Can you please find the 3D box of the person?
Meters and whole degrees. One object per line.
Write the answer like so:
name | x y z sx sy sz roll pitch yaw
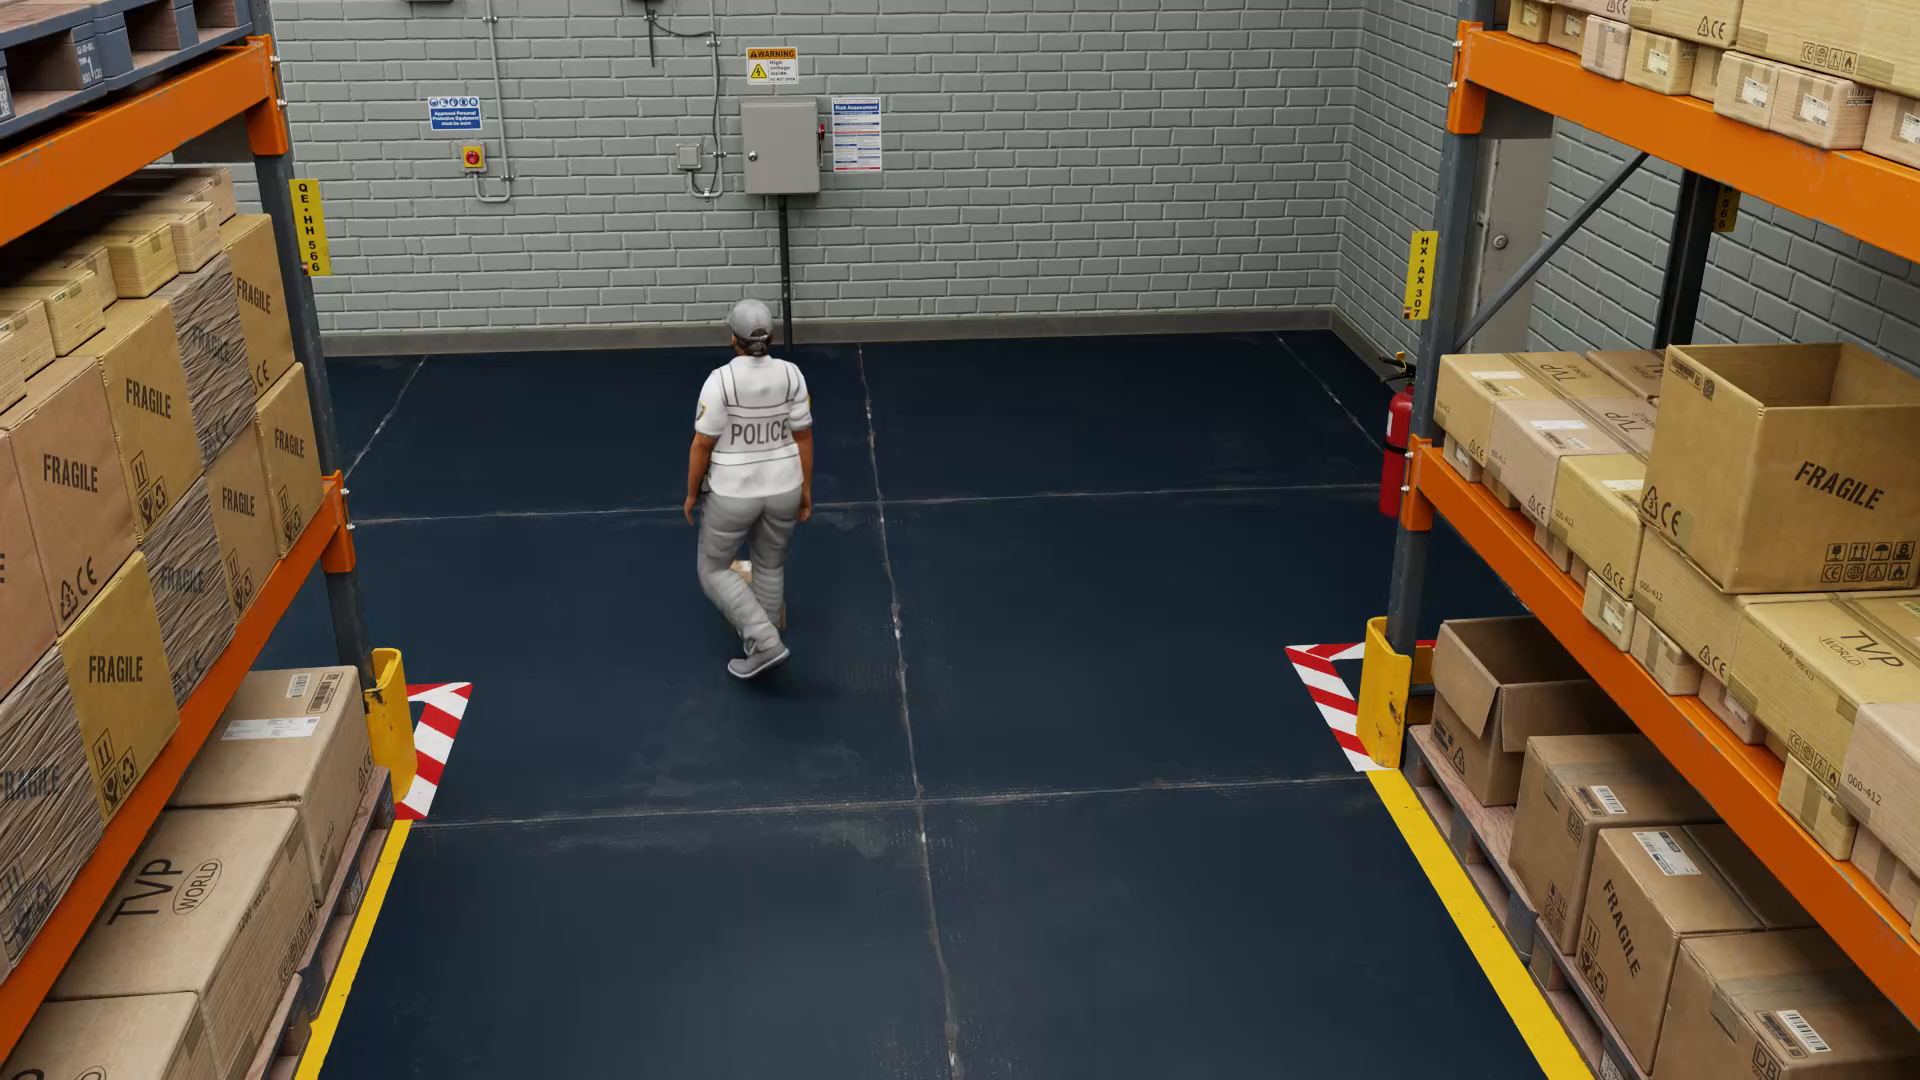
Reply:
person | -0.868 -0.187 6.989 0.541 1.666 0.524 -14 27 -28
